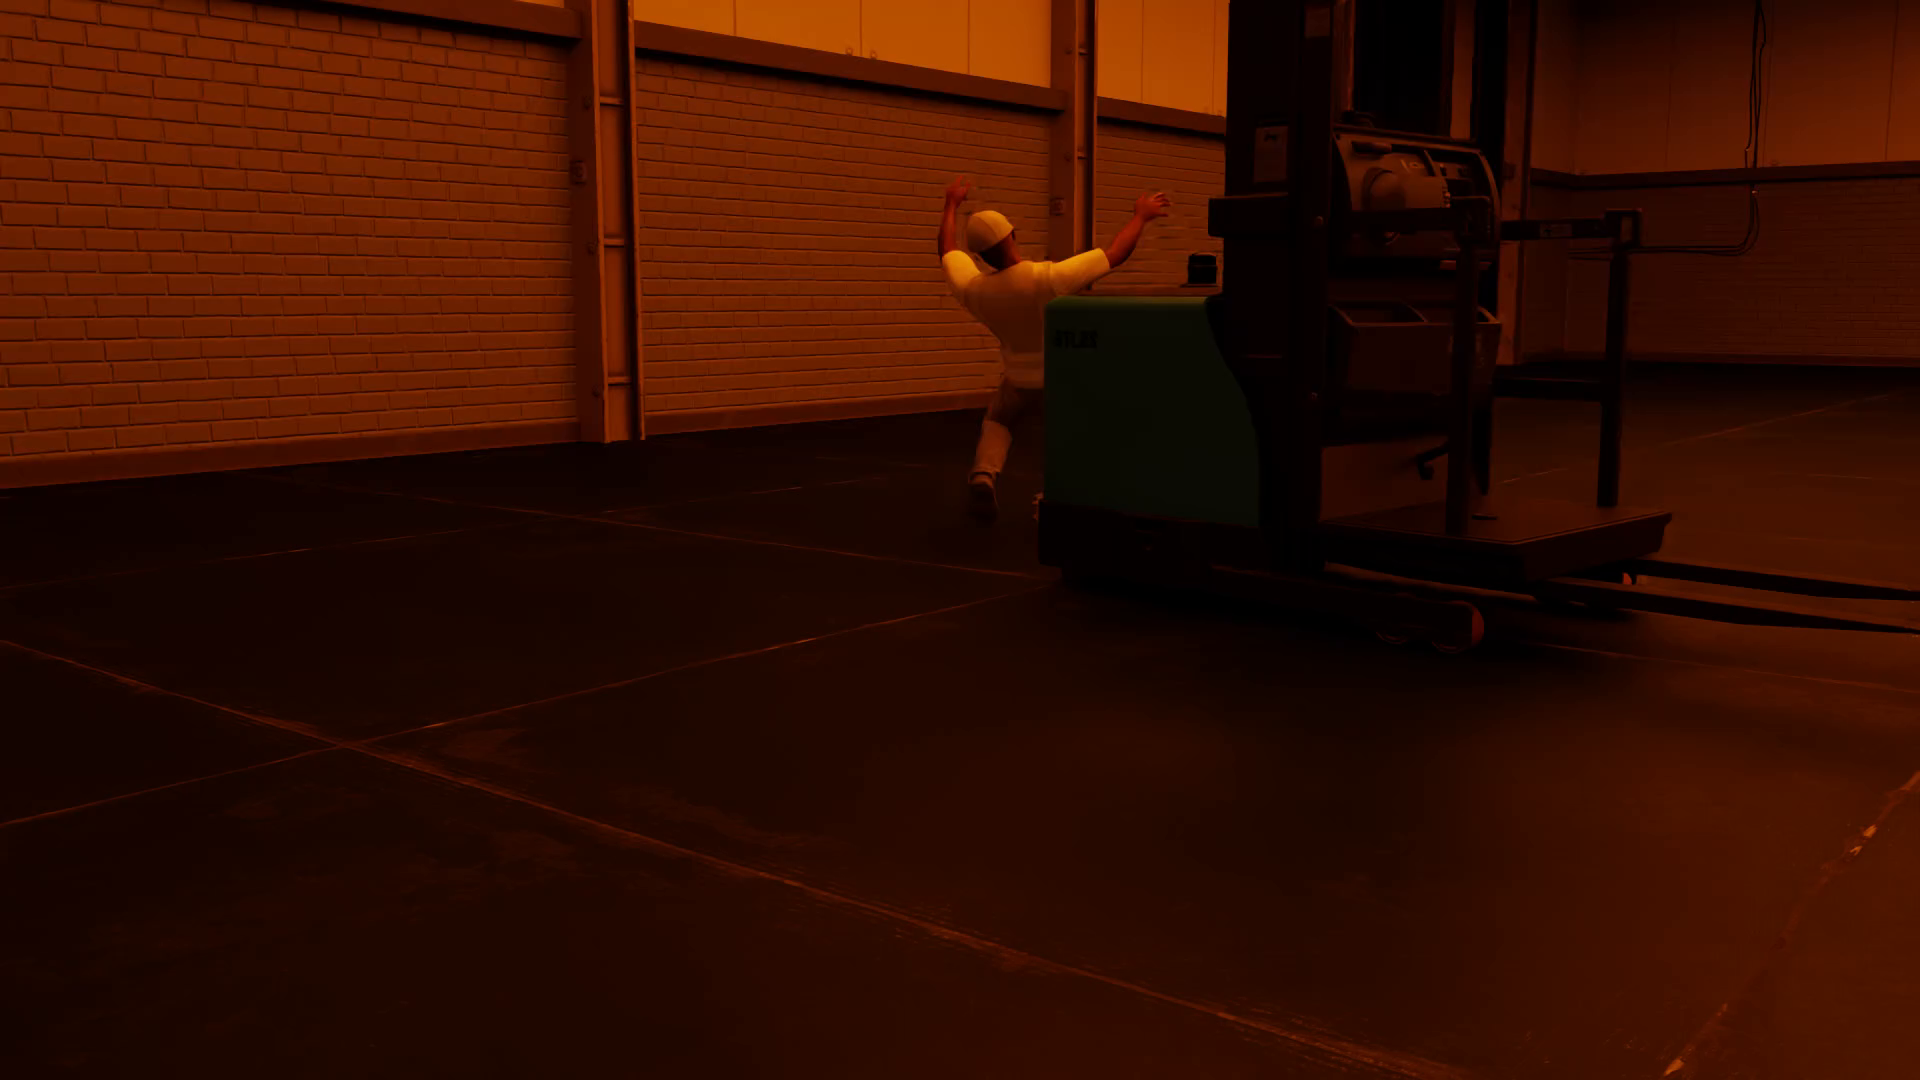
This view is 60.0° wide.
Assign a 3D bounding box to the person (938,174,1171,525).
[{"bbox_3d":[0.365,-0.860,7.594,1.057,1.642,0.743,4,9,24],"label":"person"}]

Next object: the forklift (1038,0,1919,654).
[{"bbox_3d":[1.676,-1.187,5.395,1.130,2.935,3.031,-8,11,-43],"label":"forklift"}]
